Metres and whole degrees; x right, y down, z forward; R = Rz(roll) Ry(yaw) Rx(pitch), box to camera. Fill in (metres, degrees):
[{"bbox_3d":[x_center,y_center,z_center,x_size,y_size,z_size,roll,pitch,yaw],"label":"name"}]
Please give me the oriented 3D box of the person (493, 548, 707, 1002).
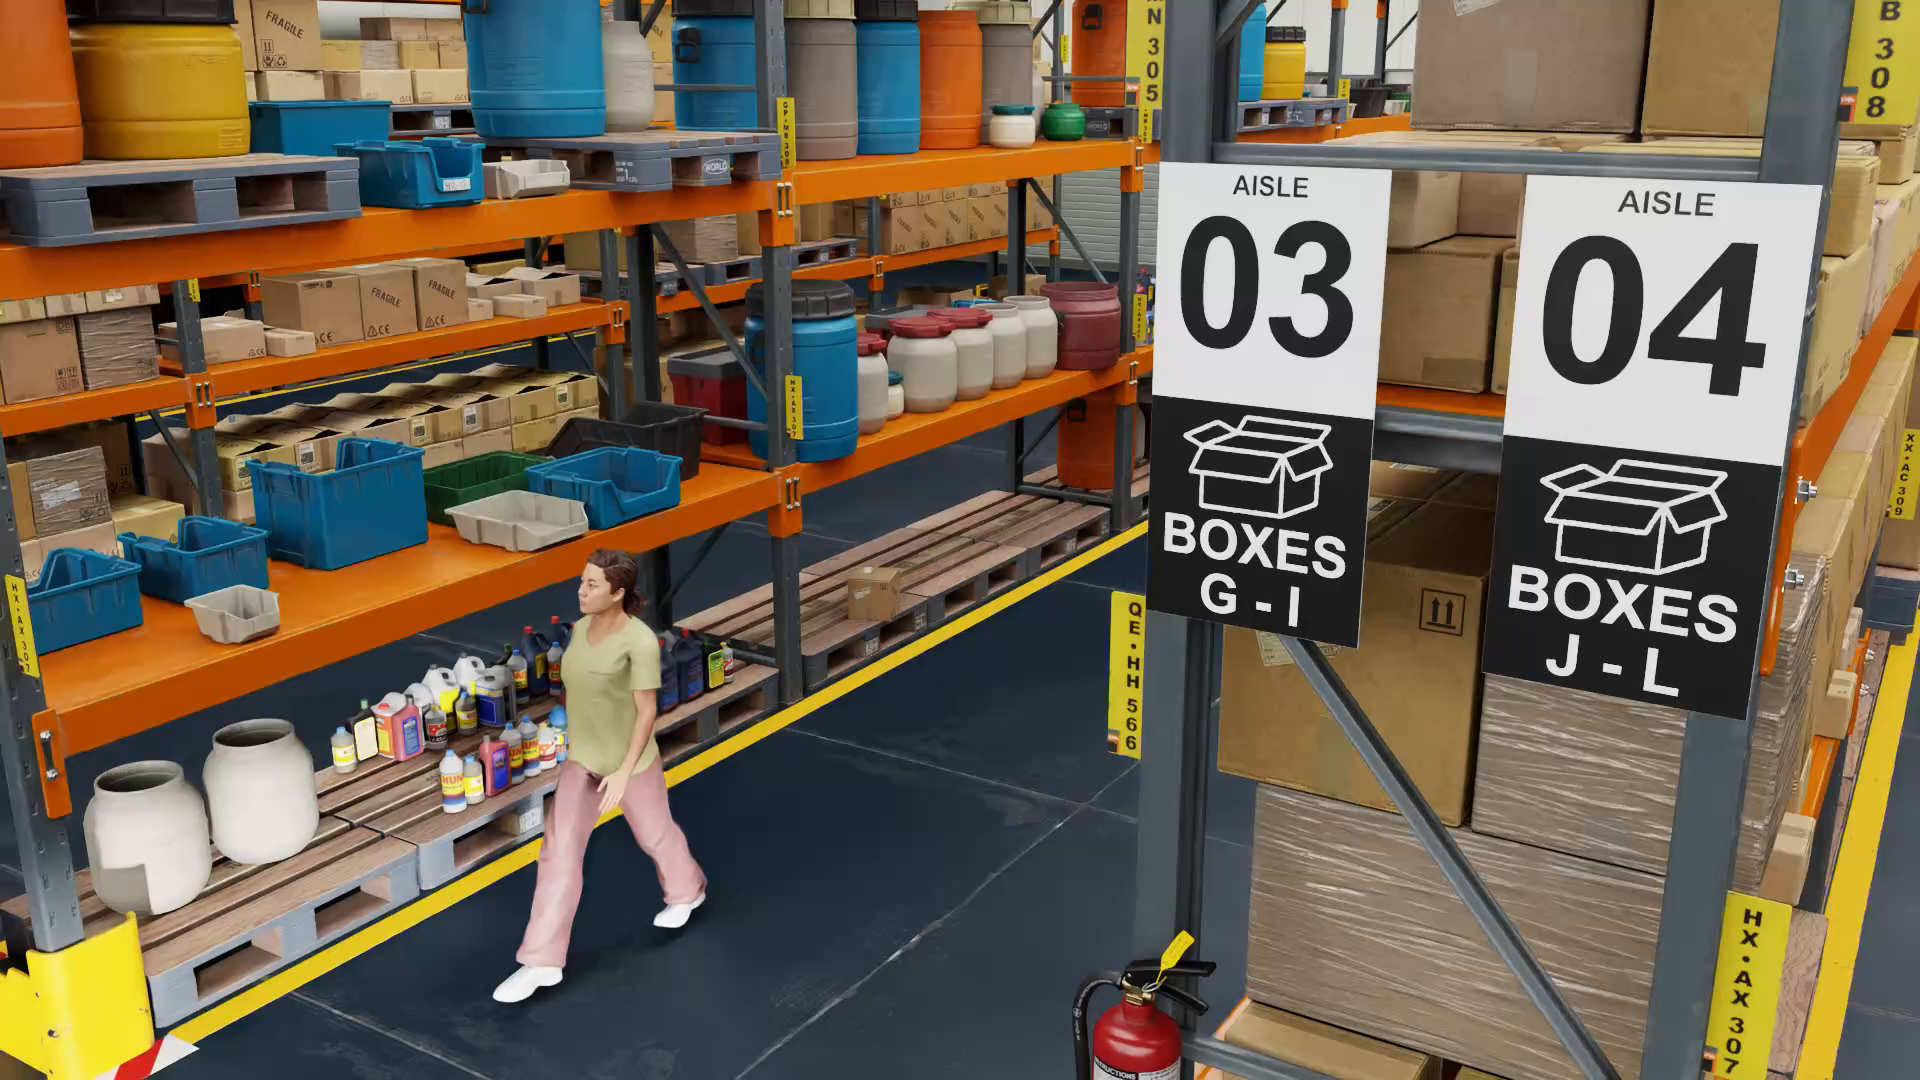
[{"bbox_3d":[-1.323,0.830,6.163,0.453,1.609,1.024,9,19,29],"label":"person"}]
